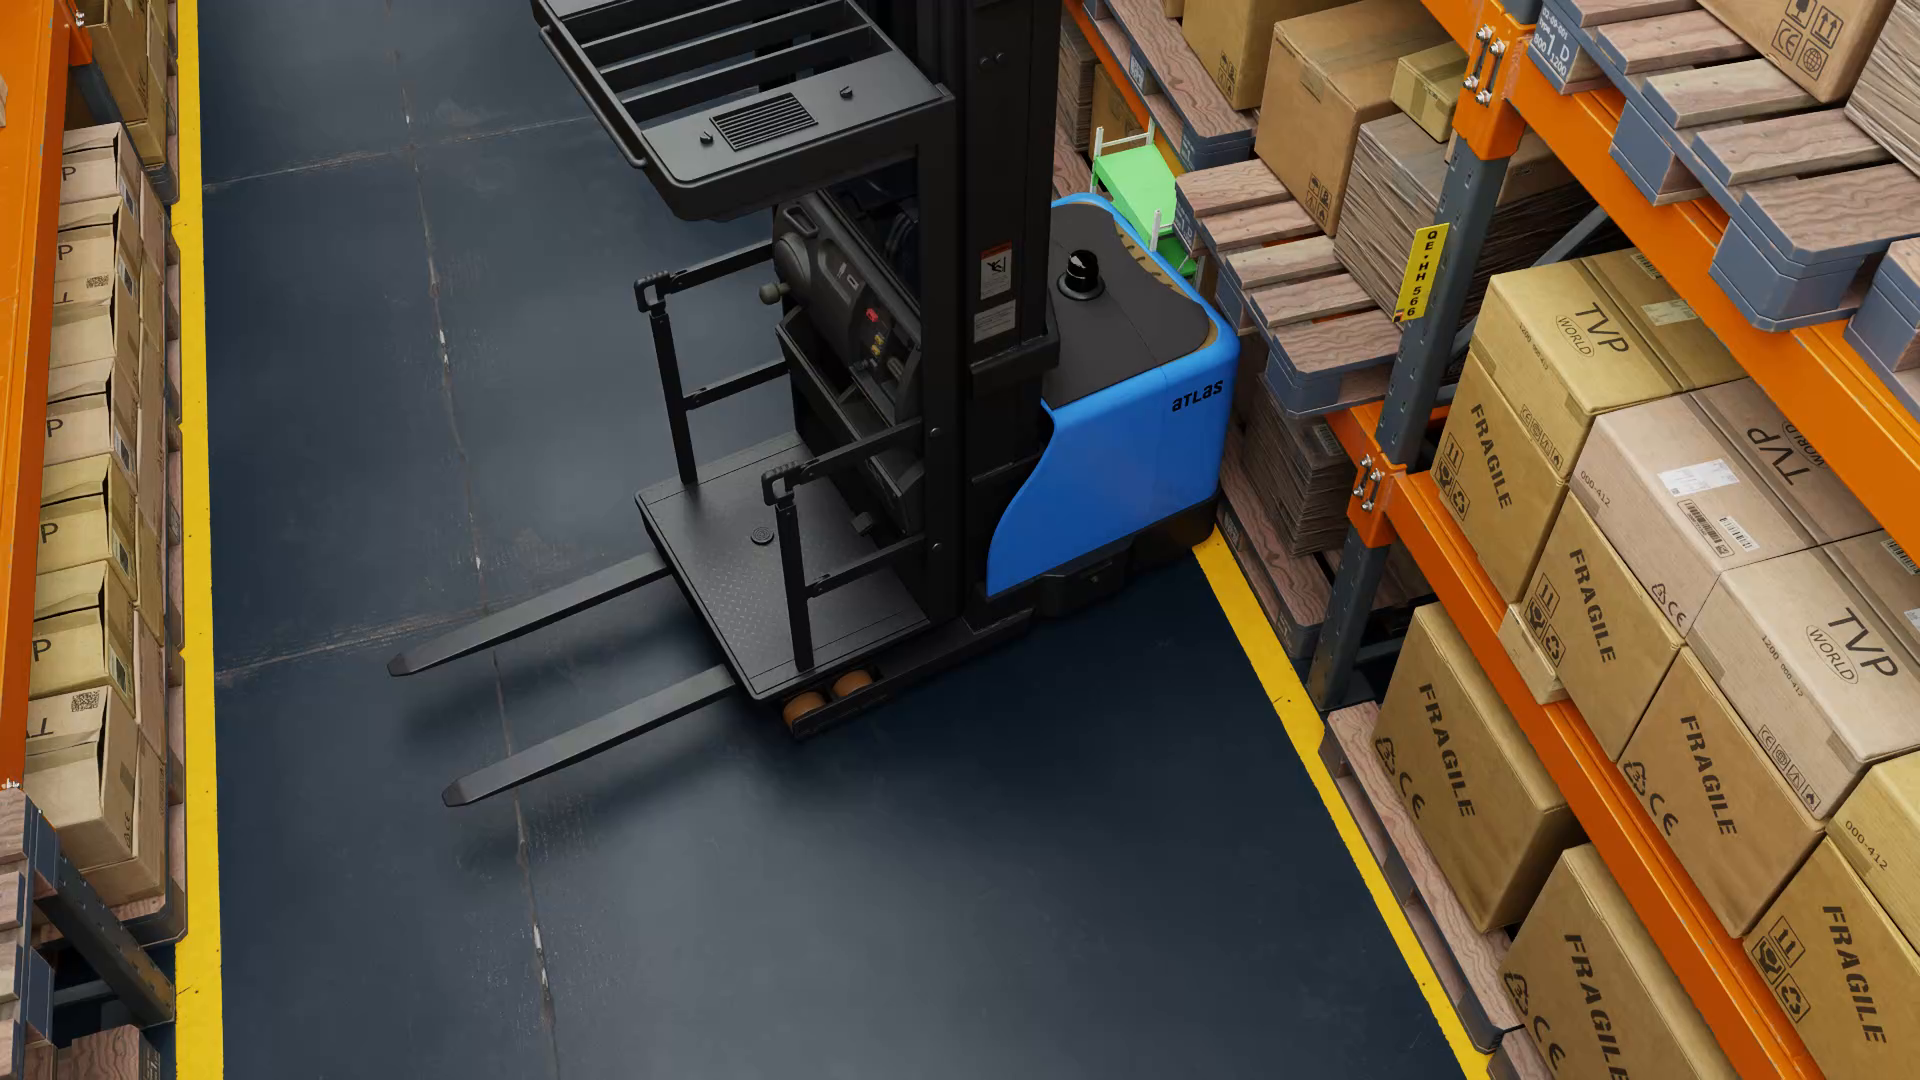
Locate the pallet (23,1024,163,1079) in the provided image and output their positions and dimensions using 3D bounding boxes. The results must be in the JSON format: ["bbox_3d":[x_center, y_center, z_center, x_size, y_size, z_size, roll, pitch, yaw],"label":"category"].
[{"bbox_3d":[-2.789,2.078,4.650,1.003,0.211,1.213,-13,51,-11],"label":"pallet"}]

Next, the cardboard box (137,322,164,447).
[{"bbox_3d":[-3.458,-0.565,6.578,0.500,0.250,0.500,-12,51,-10],"label":"cardboard box"}]

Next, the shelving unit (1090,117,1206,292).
[{"bbox_3d":[0.696,-1.004,6.516,0.258,1.200,0.503,-17,54,-15],"label":"shelving unit"}]

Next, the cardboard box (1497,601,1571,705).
[{"bbox_3d":[1.697,0.269,4.502,0.380,0.149,0.250,-12,51,-10],"label":"cardboard box"}]

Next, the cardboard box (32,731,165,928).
[{"bbox_3d":[-2.848,0.927,5.320,0.500,0.250,0.500,-13,51,-11],"label":"cardboard box"}]

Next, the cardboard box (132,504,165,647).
[{"bbox_3d":[-3.157,0.182,5.948,0.500,0.250,0.500,-15,51,-12],"label":"cardboard box"}]

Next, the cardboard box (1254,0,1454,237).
[{"bbox_3d":[1.417,-1.415,5.417,0.700,0.500,0.500,-18,52,-14],"label":"cardboard box"}]

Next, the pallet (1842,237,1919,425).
[{"bbox_3d":[2.332,-0.129,2.848,1.003,0.211,1.213,-11,51,-9],"label":"pallet"}]

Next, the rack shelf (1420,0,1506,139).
[{"bbox_3d":[1.166,-2.693,5.357,1.077,0.370,4.000,-13,51,-11],"label":"rack shelf"}]

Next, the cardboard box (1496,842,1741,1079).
[{"bbox_3d":[2.102,1.268,4.640,0.750,0.750,0.750,-14,51,-11],"label":"cardboard box"}]

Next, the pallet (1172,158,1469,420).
[{"bbox_3d":[1.445,-0.932,5.489,1.213,0.211,1.003,-13,51,-11],"label":"pallet"}]

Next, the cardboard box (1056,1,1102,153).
[{"bbox_3d":[0.808,-2.221,7.798,0.700,0.500,0.500,-12,51,-10],"label":"cardboard box"}]

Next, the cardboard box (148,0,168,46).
[{"bbox_3d":[-4.290,-2.685,8.365,0.500,0.250,0.500,-13,51,-11],"label":"cardboard box"}]

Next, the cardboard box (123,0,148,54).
[{"bbox_3d":[-4.150,-2.560,7.769,0.500,0.500,0.500,-13,51,-11],"label":"cardboard box"}]

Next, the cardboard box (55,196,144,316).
[{"bbox_3d":[-3.603,-1.117,6.676,0.500,0.311,0.500,-12,51,-10],"label":"cardboard box"}]

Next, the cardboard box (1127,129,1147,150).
[{"bbox_3d":[1.121,-1.474,7.167,0.700,0.500,0.500,-13,51,-11],"label":"cardboard box"}]

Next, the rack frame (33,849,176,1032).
[{"bbox_3d":[-2.974,0.625,4.051,1.000,3.000,0.127,-13,51,-11],"label":"rack frame"}]

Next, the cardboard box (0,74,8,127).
[{"bbox_3d":[-3.721,-1.652,6.059,0.396,0.266,0.258,-14,51,-12],"label":"cardboard box"}]

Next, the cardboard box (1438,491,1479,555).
[{"bbox_3d":[1.633,-0.130,4.839,0.380,0.149,0.250,-14,51,-12],"label":"cardboard box"}]

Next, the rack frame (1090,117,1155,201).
[{"bbox_3d":[0.604,-1.184,6.653,0.240,1.200,0.015,-17,54,-15],"label":"rack frame"}]

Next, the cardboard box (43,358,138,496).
[{"bbox_3d":[-3.313,-0.384,6.058,0.500,0.311,0.500,-14,51,-11],"label":"cardboard box"}]

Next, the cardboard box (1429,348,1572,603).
[{"bbox_3d":[1.656,-0.220,4.490,0.500,0.500,0.500,-12,51,-10],"label":"cardboard box"}]

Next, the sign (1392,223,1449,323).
[{"bbox_3d":[1.242,-0.716,4.476,0.100,0.325,0.005,-13,51,-11],"label":"sign"}]

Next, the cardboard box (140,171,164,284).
[{"bbox_3d":[-3.757,-1.308,7.204,0.500,0.250,0.500,-14,51,-11],"label":"cardboard box"}]

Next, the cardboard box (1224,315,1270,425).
[{"bbox_3d":[1.453,-0.750,6.557,0.700,0.500,0.500,-13,51,-11],"label":"cardboard box"}]

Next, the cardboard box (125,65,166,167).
[{"bbox_3d":[-4.004,-1.953,7.748,0.500,0.250,0.500,-13,51,-11],"label":"cardboard box"}]

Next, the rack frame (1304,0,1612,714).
[{"bbox_3d":[1.757,-0.498,4.997,1.000,3.000,0.127,-13,51,-11],"label":"rack frame"}]

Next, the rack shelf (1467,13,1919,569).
[{"bbox_3d":[2.349,0.228,2.894,1.077,0.370,4.000,-13,51,-11],"label":"rack shelf"}]

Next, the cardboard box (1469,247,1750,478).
[{"bbox_3d":[1.654,-0.463,4.205,0.500,0.250,0.500,-12,51,-10],"label":"cardboard box"}]

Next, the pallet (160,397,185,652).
[{"bbox_3d":[-3.537,0.024,6.381,1.003,0.211,1.213,-13,51,-11],"label":"pallet"}]

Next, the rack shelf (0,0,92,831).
[{"bbox_3d":[-3.565,-0.604,5.557,1.077,0.370,4.000,-13,51,-11],"label":"rack shelf"}]

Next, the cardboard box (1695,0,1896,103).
[{"bbox_3d":[1.953,-1.304,3.362,0.700,0.500,0.500,-17,52,-14],"label":"cardboard box"}]

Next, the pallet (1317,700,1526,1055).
[{"bbox_3d":[1.918,0.994,5.564,1.003,0.211,1.213,-13,51,-11],"label":"pallet"}]

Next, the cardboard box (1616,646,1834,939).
[{"bbox_3d":[1.948,0.528,3.860,0.500,0.500,0.500,-14,51,-11],"label":"cardboard box"}]

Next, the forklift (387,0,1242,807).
[{"bbox_3d":[-0.545,-0.709,5.220,3.031,2.935,1.130,-23,54,-19],"label":"forklift"}]

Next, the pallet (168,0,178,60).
[{"bbox_3d":[-4.716,-2.881,8.830,1.003,0.211,1.213,-13,51,-11],"label":"pallet"}]

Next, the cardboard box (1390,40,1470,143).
[{"bbox_3d":[1.517,-1.358,4.945,0.380,0.149,0.250,-21,53,-17],"label":"cardboard box"}]

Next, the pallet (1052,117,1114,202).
[{"bbox_3d":[0.806,-1.952,8.047,1.003,0.211,1.213,-13,51,-11],"label":"pallet"}]

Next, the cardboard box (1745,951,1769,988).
[{"bbox_3d":[2.097,0.988,3.896,0.380,0.149,0.250,-13,51,-11],"label":"cardboard box"}]

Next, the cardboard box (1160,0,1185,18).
[{"bbox_3d":[1.075,-2.330,6.189,0.700,0.500,0.500,-7,50,-6],"label":"cardboard box"}]

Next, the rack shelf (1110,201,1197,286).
[{"bbox_3d":[0.700,-1.112,6.377,0.258,0.148,0.480,-17,54,-15],"label":"rack shelf"}]

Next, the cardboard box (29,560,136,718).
[{"bbox_3d":[-3.012,0.365,5.427,0.500,0.311,0.500,-14,51,-12],"label":"cardboard box"}]
